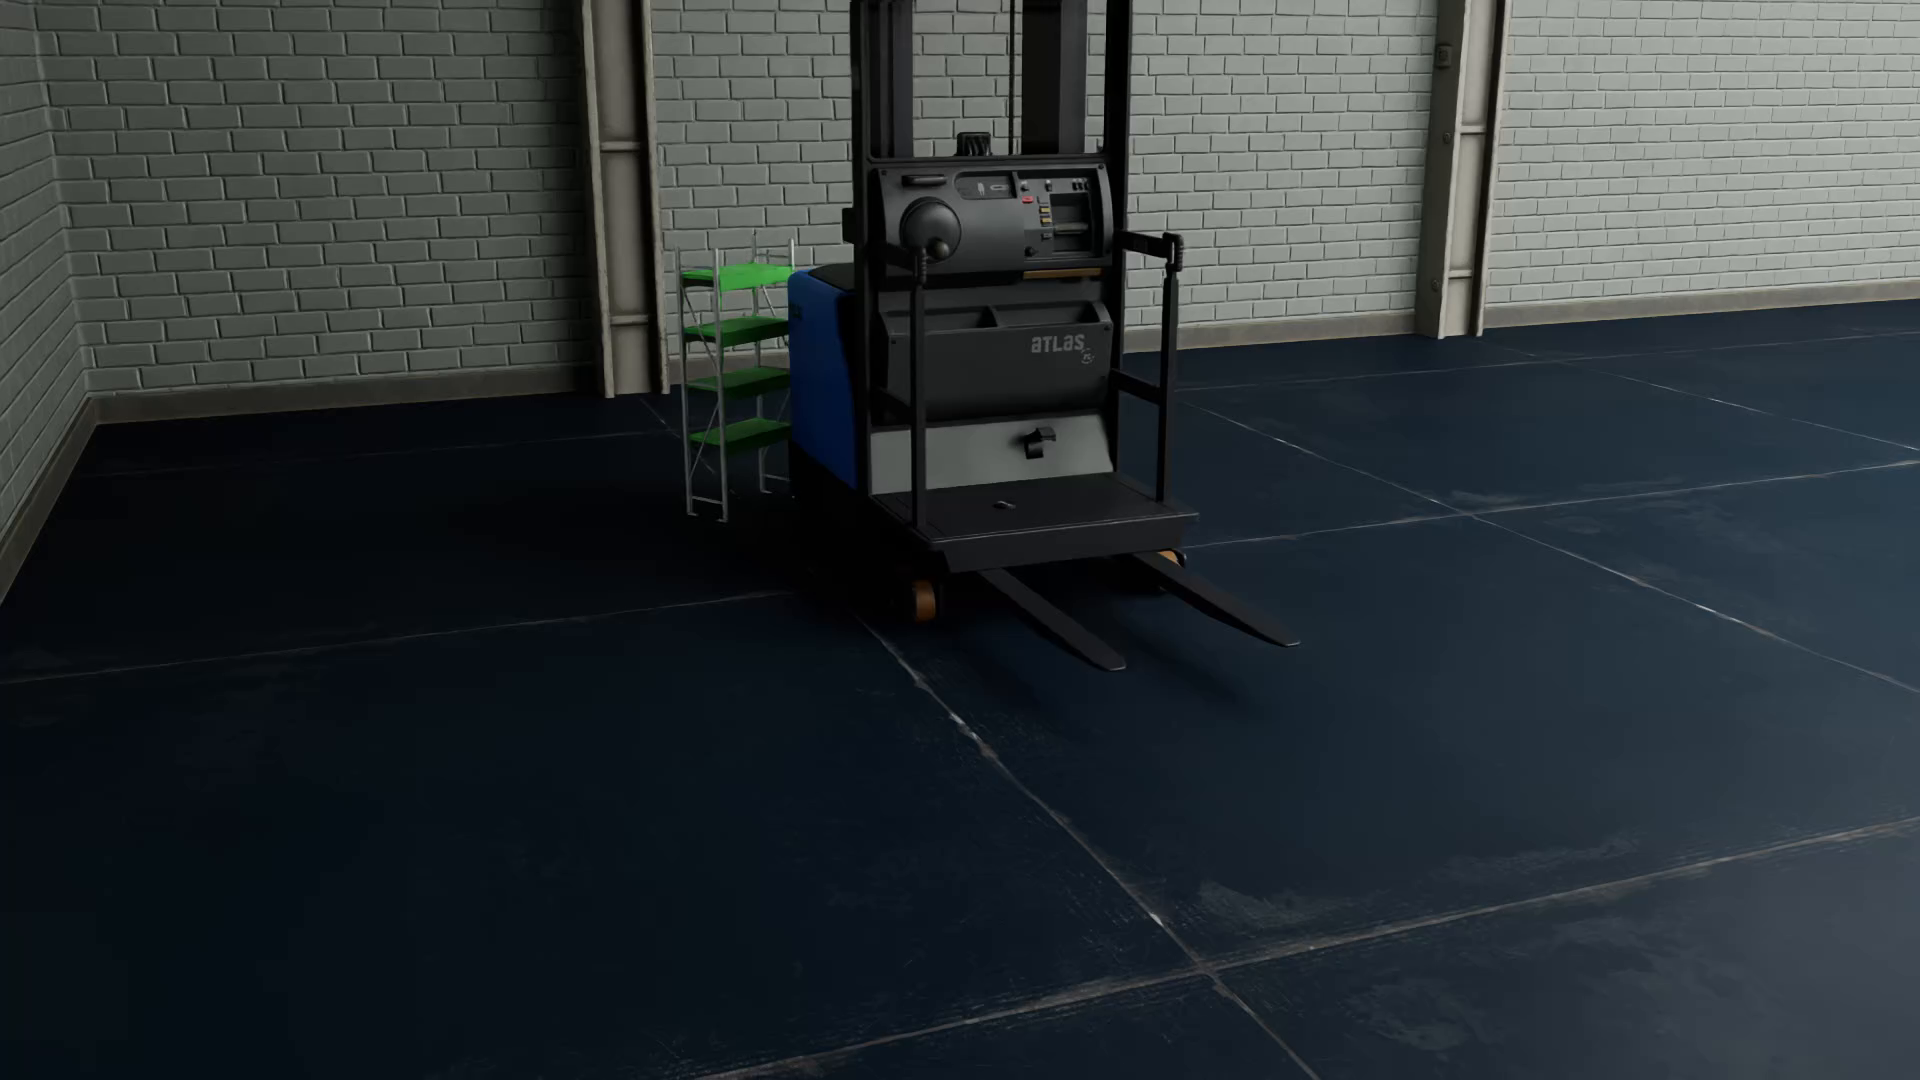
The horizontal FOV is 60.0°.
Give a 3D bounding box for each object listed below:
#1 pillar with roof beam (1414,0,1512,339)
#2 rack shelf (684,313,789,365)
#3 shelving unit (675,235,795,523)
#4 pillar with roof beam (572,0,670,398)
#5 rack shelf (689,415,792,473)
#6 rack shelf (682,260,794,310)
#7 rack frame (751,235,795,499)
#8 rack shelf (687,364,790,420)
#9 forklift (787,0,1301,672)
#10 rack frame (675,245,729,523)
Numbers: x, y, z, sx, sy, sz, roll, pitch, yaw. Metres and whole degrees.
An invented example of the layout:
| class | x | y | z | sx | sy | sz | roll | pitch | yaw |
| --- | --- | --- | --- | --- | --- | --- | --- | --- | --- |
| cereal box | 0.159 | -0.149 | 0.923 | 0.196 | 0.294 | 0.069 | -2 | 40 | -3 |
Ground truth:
| class | x | y | z | sx | sy | sz | roll | pitch | yaw |
| --- | --- | --- | --- | --- | --- | --- | --- | --- | --- |
| pillar with roof beam | 5.136 | -4.704 | 7.144 | 0.400 | 9.000 | 9.100 | -6 | 17 | -20 |
| rack shelf | -0.986 | -0.899 | 7.405 | 0.258 | 0.148 | 0.480 | 11 | 20 | 34 |
| shelving unit | -0.986 | -0.730 | 7.454 | 0.258 | 1.200 | 0.503 | 11 | 20 | 34 |
| pillar with roof beam | -0.467 | -4.099 | 5.084 | 0.400 | 9.000 | 9.100 | -6 | 17 | -20 |
| rack shelf | -0.986 | -0.438 | 7.540 | 0.258 | 0.148 | 0.480 | 11 | 20 | 34 |
| rack shelf | -0.986 | -1.129 | 7.337 | 0.258 | 0.148 | 0.480 | 11 | 20 | 34 |
| rack frame | -0.846 | -0.786 | 7.646 | 0.240 | 1.200 | 0.015 | 11 | 20 | 34 |
| rack shelf | -0.986 | -0.669 | 7.472 | 0.258 | 0.148 | 0.480 | 11 | 20 | 34 |
| forklift | 0.219 | -1.234 | 6.098 | 1.130 | 2.935 | 3.031 | -6 | 17 | -20 |
| rack frame | -1.126 | -0.674 | 7.263 | 0.240 | 1.200 | 0.015 | 11 | 20 | 34 |
